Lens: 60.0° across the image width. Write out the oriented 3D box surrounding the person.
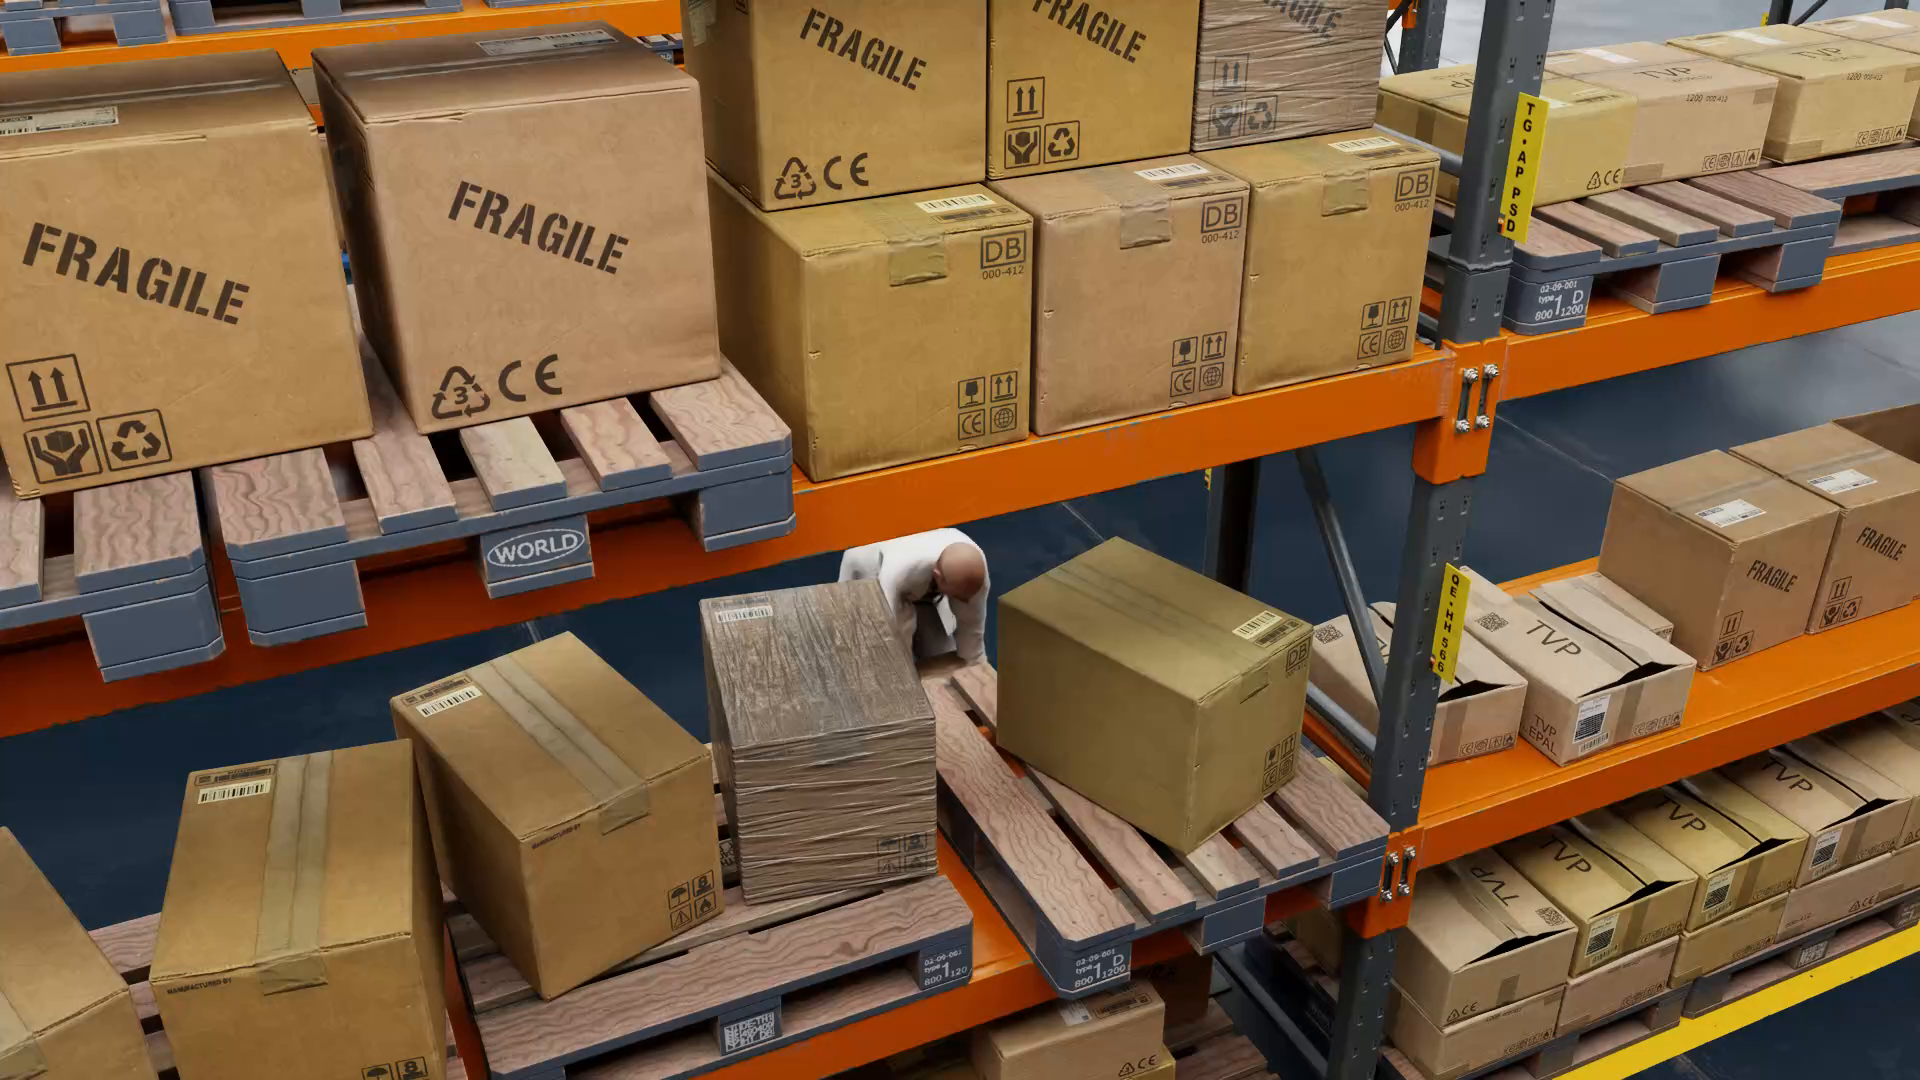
[{"bbox_3d":[-0.172,0.500,6.766,0.558,1.270,0.889,-14,32,-24],"label":"person"}]
